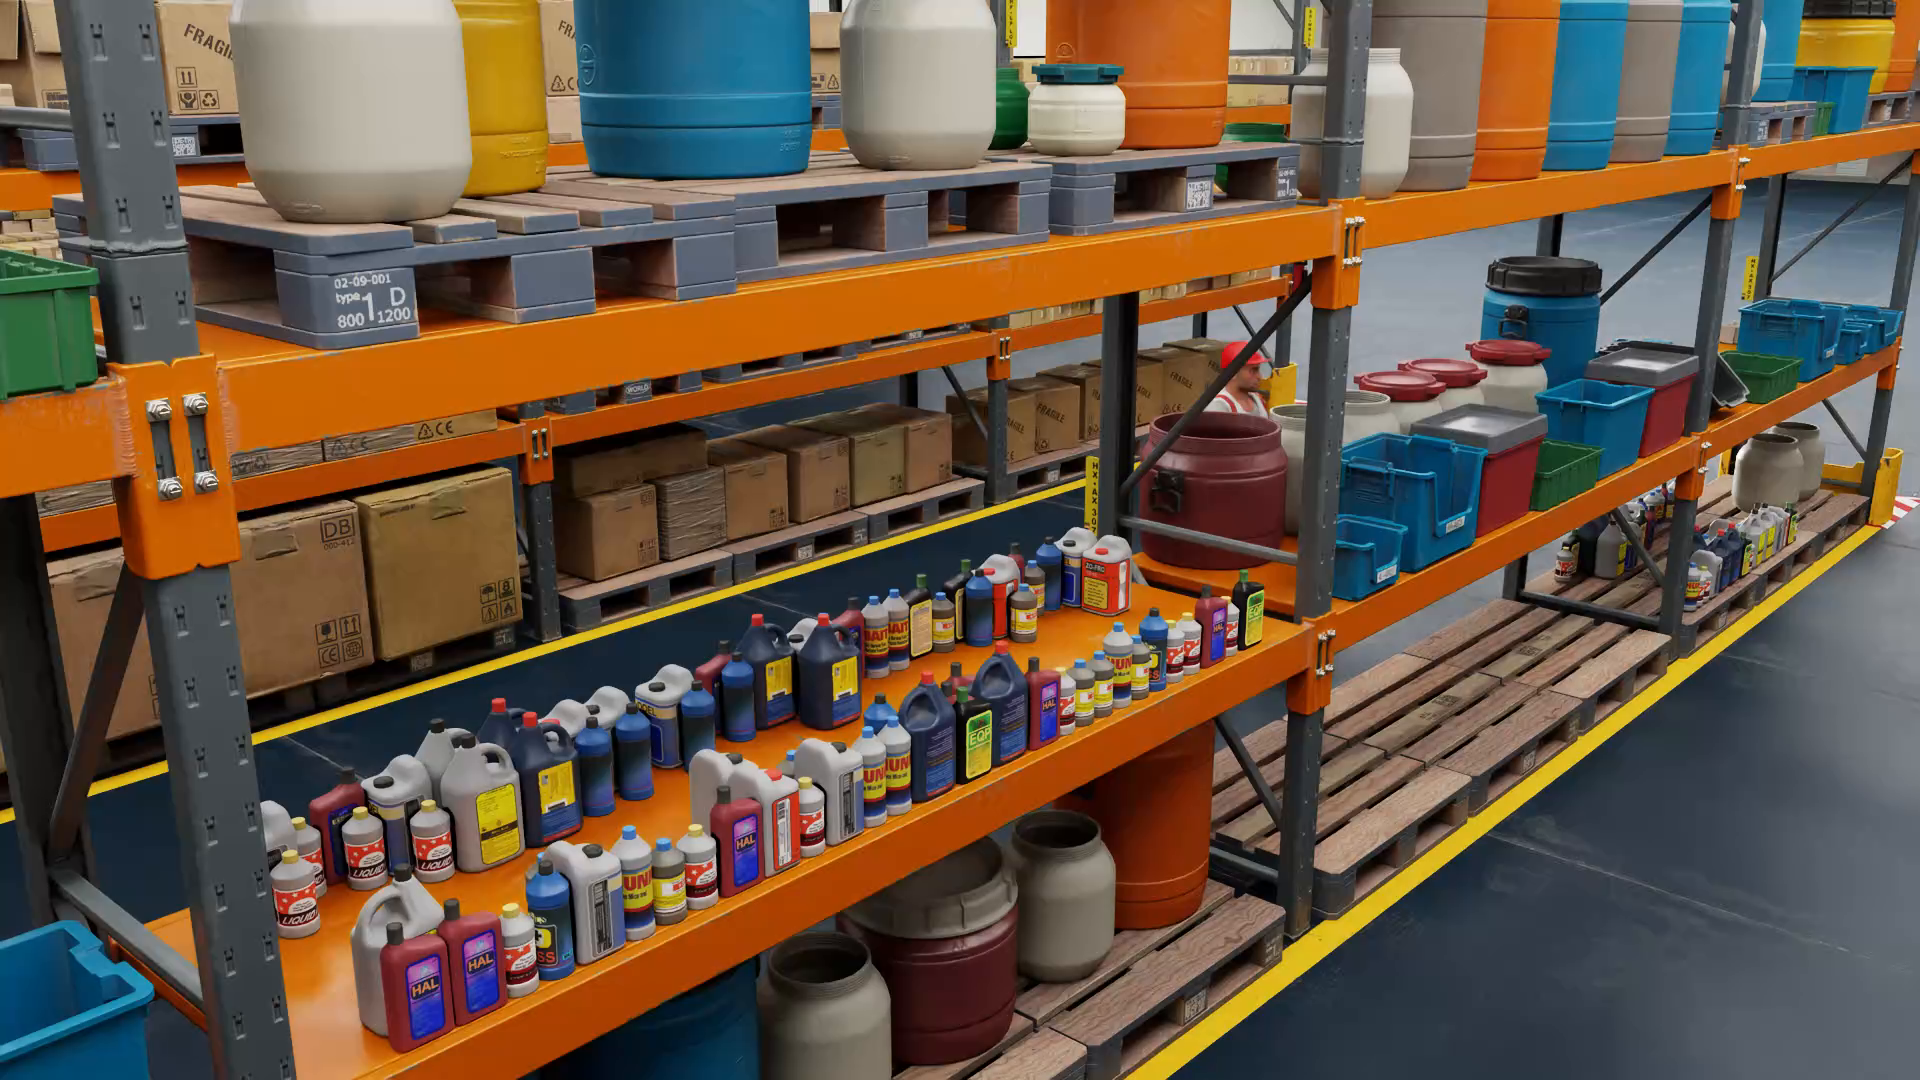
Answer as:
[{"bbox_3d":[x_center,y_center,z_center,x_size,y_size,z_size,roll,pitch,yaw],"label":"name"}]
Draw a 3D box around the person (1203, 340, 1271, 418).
[{"bbox_3d":[1.552,-0.215,9.231,0.364,1.785,0.524,15,22,41],"label":"person"}]
